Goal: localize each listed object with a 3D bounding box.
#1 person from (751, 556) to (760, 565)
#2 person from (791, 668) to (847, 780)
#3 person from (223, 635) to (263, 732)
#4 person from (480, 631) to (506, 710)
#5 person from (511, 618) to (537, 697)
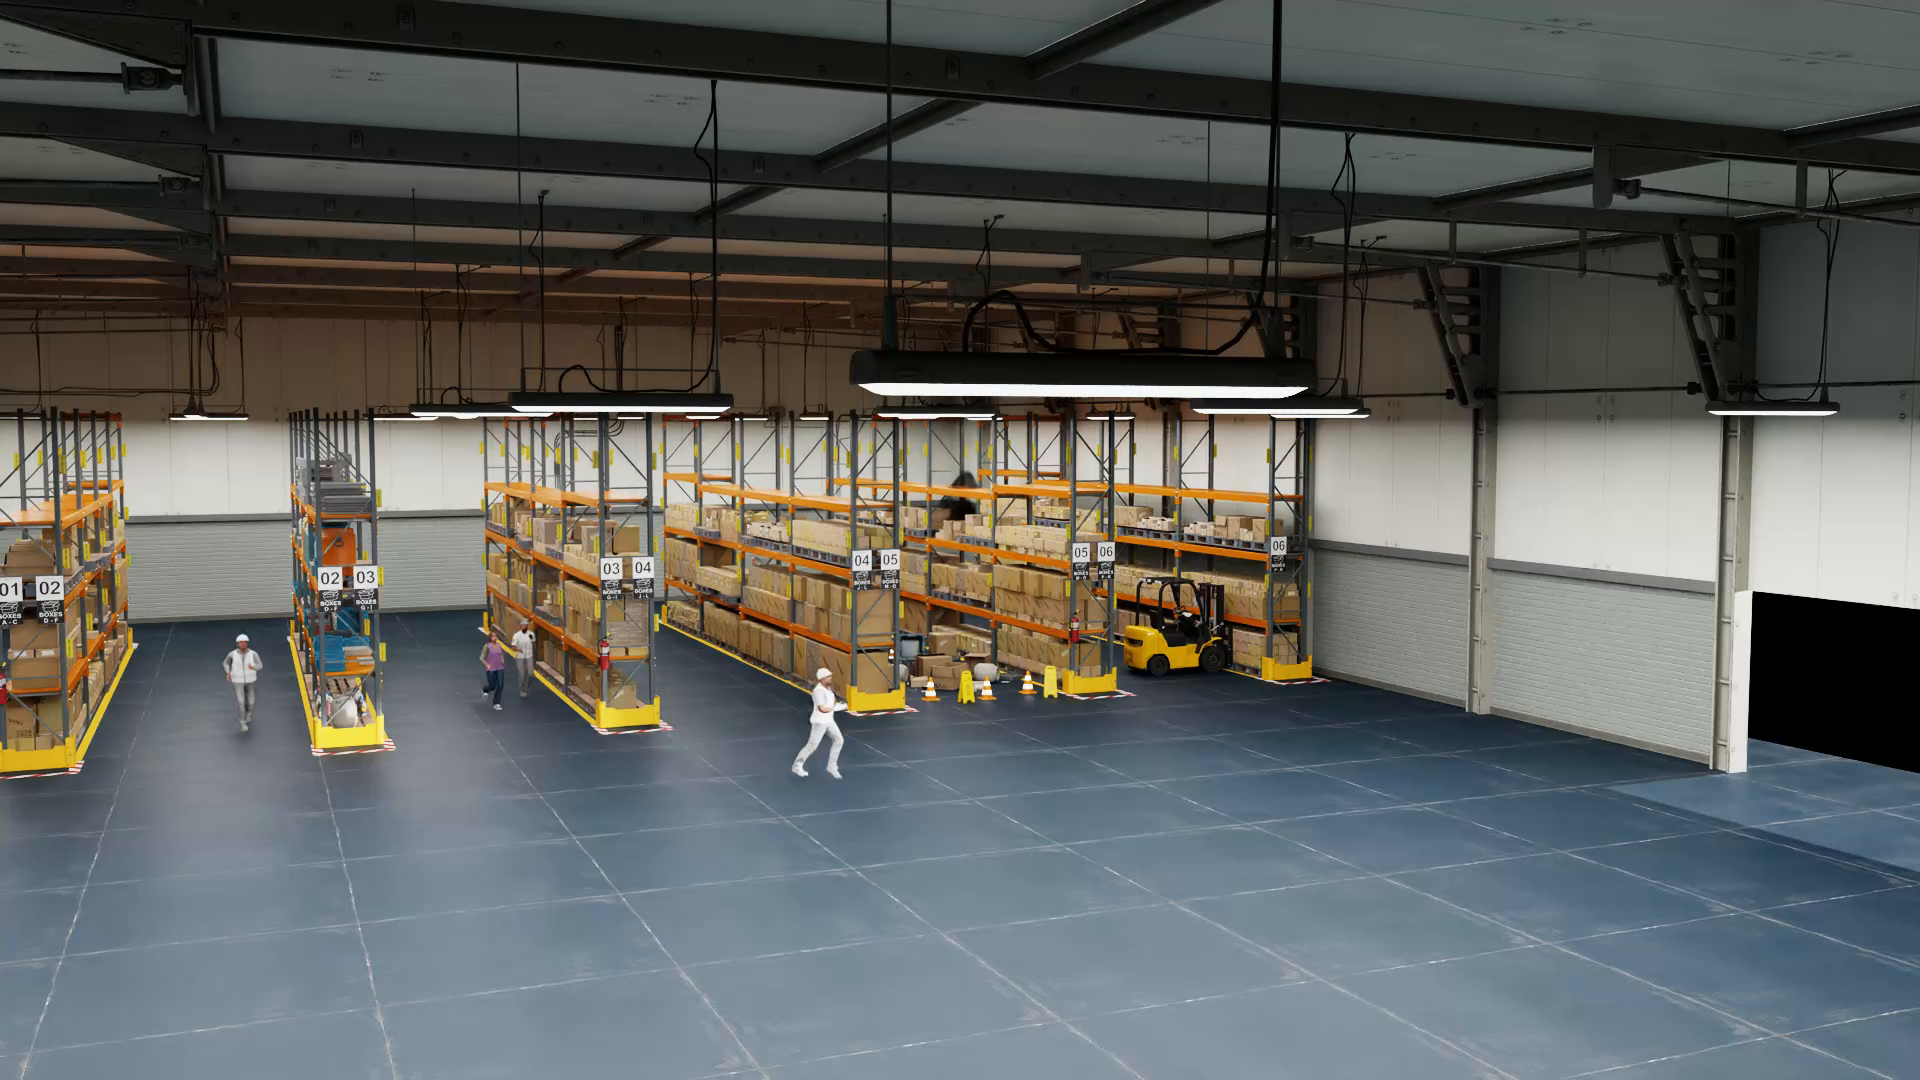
[{"bbox_3d":[-6.190,1.332,50.331,0.692,1.743,0.691,-1,4,-13],"label":"person"},{"bbox_3d":[-2.239,2.960,26.755,0.916,1.824,0.694,1,4,12],"label":"person"},{"bbox_3d":[-13.387,2.641,31.080,0.659,1.752,0.968,-2,5,-30],"label":"person"},{"bbox_3d":[-9.384,2.618,33.428,0.546,1.547,0.657,-4,5,-42],"label":"person"},{"bbox_3d":[-9.058,2.464,34.665,0.563,1.661,0.620,-2,4,-26],"label":"person"}]
